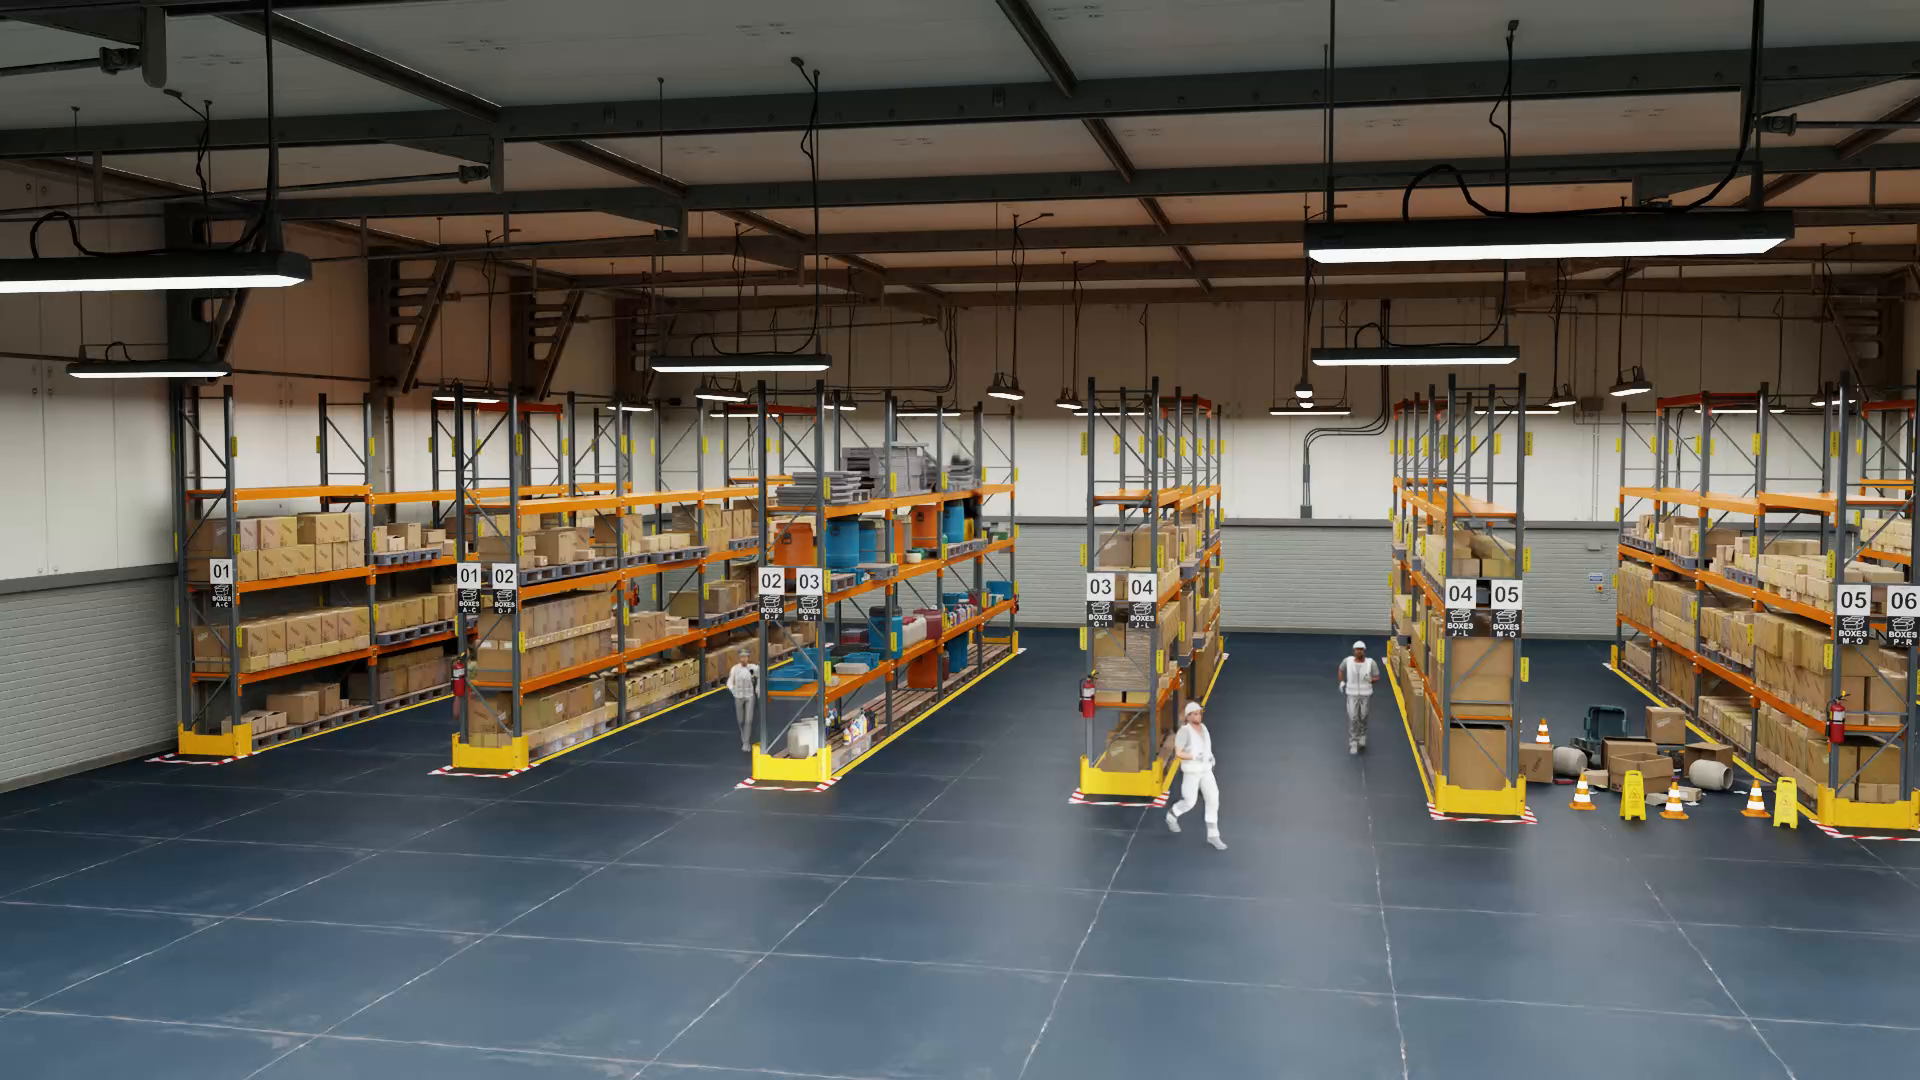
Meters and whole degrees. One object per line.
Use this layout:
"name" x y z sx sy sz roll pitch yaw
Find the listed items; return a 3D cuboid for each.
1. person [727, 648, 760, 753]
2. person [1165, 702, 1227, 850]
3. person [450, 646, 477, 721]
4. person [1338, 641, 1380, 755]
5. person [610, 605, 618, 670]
"person" -3.564 2.622 27.645 0.601 1.690 0.872 0 3 -2
"person" 2.988 2.936 20.973 0.670 1.787 0.993 -2 4 -34
"person" -8.390 2.609 28.287 0.580 1.620 0.558 0 3 6
"person" 6.566 2.571 27.371 0.667 1.821 0.816 1 3 13
"person" -7.069 2.211 34.586 0.698 1.741 0.662 1 3 13
